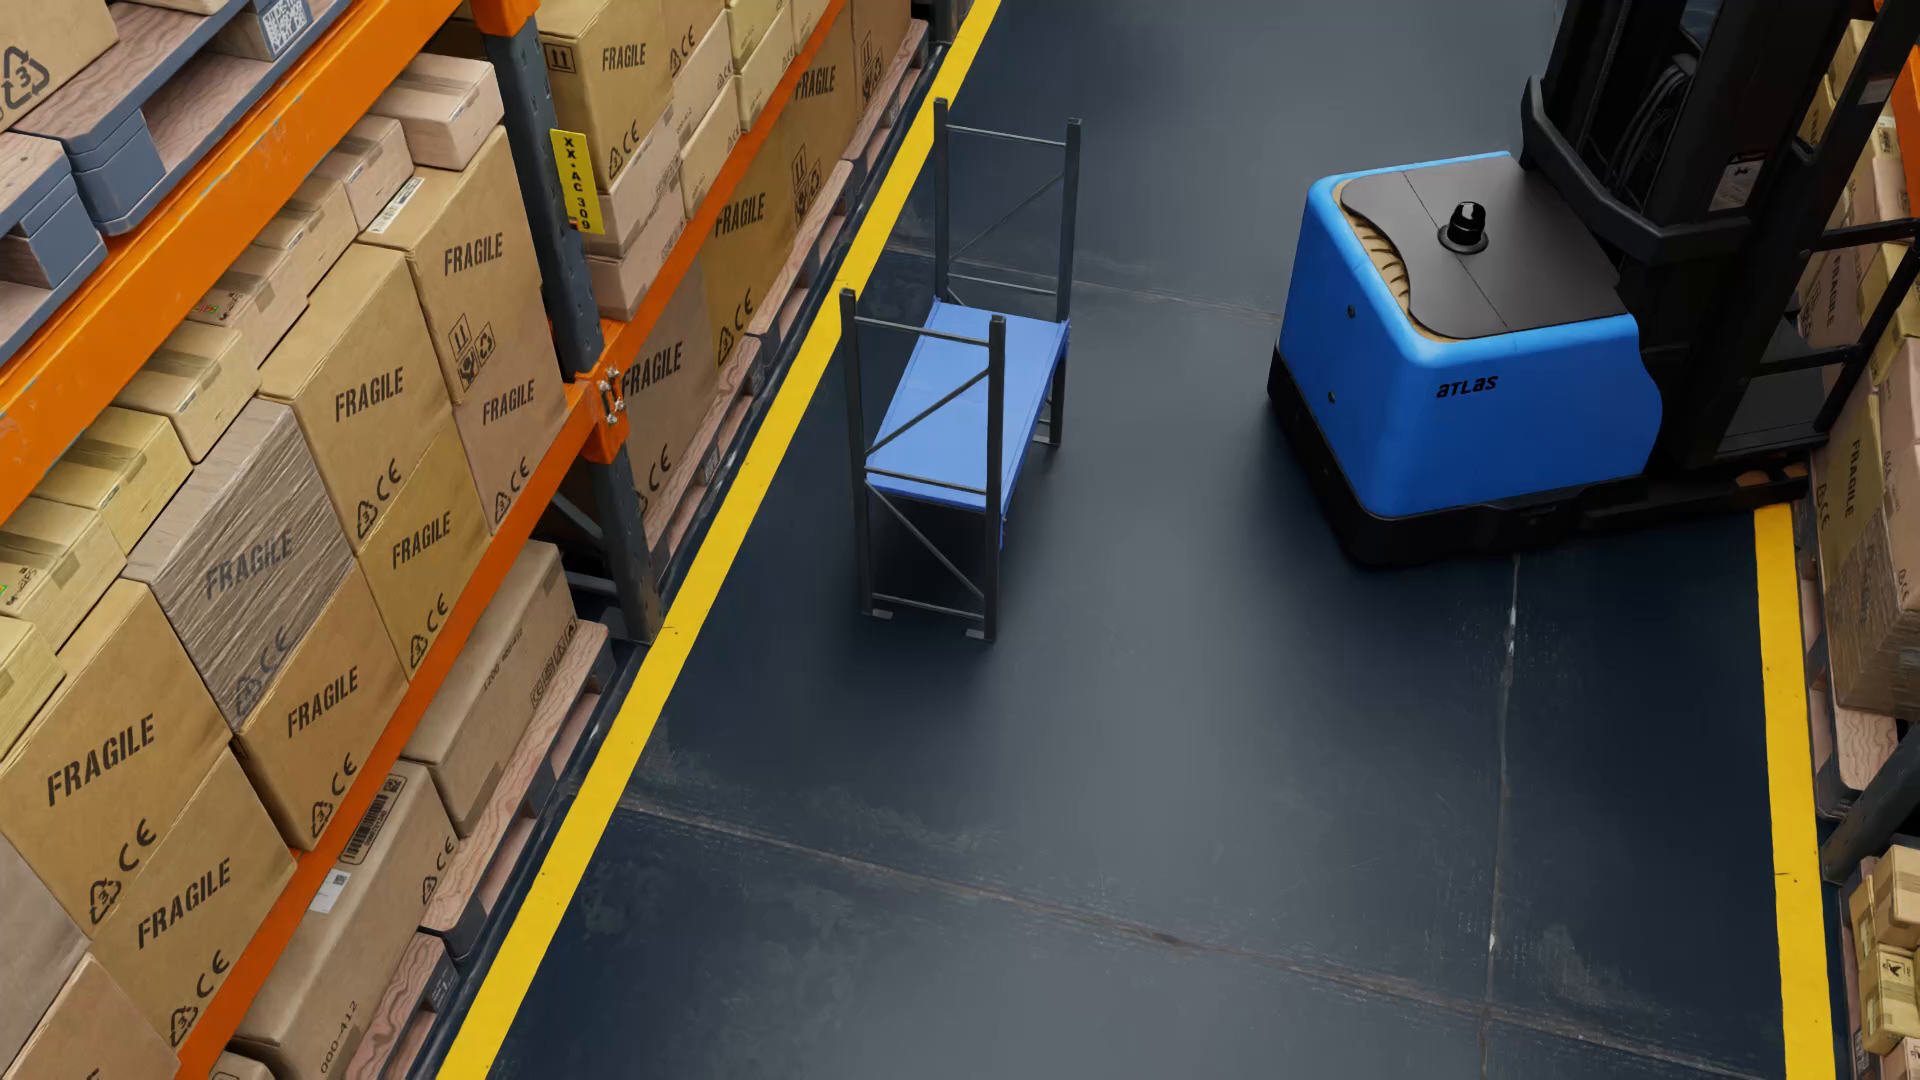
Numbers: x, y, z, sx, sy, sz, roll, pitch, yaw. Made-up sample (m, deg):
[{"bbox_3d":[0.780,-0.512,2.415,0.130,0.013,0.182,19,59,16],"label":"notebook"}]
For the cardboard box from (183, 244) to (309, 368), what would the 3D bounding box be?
[{"bbox_3d":[-1.635,-0.512,3.535,0.380,0.149,0.250,11,50,10],"label":"cardboard box"}]

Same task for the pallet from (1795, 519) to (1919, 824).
[{"bbox_3d":[3.444,0.509,5.660,1.003,0.211,1.213,12,50,10],"label":"pallet"}]

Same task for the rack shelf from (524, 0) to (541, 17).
[{"bbox_3d":[-1.036,-2.955,5.337,1.077,0.370,4.000,12,50,10],"label":"rack shelf"}]

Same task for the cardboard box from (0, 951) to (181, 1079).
[{"bbox_3d":[-1.954,1.080,3.229,0.500,0.500,0.500,11,50,10],"label":"cardboard box"}]

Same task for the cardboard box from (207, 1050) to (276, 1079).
[{"bbox_3d":[-2.305,1.688,4.189,0.875,0.438,0.875,13,50,11],"label":"cardboard box"}]

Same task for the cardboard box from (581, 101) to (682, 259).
[{"bbox_3d":[-1.174,-1.132,5.015,0.500,0.250,0.500,10,49,9],"label":"cardboard box"}]

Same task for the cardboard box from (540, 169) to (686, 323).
[{"bbox_3d":[-1.192,-0.970,5.206,0.500,0.250,0.500,11,49,9],"label":"cardboard box"}]

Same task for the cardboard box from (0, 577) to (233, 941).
[{"bbox_3d":[-1.826,0.374,3.185,0.500,0.500,0.500,12,50,10],"label":"cardboard box"}]

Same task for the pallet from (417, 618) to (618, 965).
[{"bbox_3d":[-1.838,0.703,5.488,1.003,0.211,1.213,12,50,10],"label":"pallet"}]

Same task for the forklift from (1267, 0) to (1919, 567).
[{"bbox_3d":[2.806,-1.456,5.580,3.031,2.935,1.130,-10,49,-9],"label":"forklift"}]

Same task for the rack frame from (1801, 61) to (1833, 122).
[{"bbox_3d":[4.293,-2.743,6.671,1.000,3.000,0.127,12,50,10],"label":"rack frame"}]

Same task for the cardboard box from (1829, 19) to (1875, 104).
[{"bbox_3d":[3.878,-1.852,6.771,0.500,0.250,0.500,10,49,8],"label":"cardboard box"}]

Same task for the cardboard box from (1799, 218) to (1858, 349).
[{"bbox_3d":[3.601,-0.857,6.393,0.500,0.500,0.500,10,49,9],"label":"cardboard box"}]

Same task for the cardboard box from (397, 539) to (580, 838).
[{"bbox_3d":[-1.831,0.388,5.336,0.875,0.438,0.875,11,49,9],"label":"cardboard box"}]

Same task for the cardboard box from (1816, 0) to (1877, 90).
[{"bbox_3d":[4.540,-2.561,7.730,1.050,0.750,0.750,11,49,10],"label":"cardboard box"}]

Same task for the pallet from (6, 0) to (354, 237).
[{"bbox_3d":[-1.788,-1.127,3.303,1.003,0.211,1.213,12,50,10],"label":"pallet"}]

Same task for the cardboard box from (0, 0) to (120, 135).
[{"bbox_3d":[-1.886,-0.971,2.690,0.797,0.503,0.637,15,50,13],"label":"cardboard box"}]

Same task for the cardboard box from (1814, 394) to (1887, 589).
[{"bbox_3d":[3.327,-0.118,5.741,0.500,0.500,0.500,11,49,9],"label":"cardboard box"}]

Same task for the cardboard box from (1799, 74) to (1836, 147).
[{"bbox_3d":[3.861,-1.594,7.043,0.500,0.500,0.500,10,49,8],"label":"cardboard box"}]

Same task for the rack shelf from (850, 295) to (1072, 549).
[{"bbox_3d":[0.022,-0.439,5.877,0.538,0.185,1.000,12,50,10],"label":"rack shelf"}]

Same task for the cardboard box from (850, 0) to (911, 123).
[{"bbox_3d":[-0.771,-2.600,7.681,0.875,0.875,0.875,11,50,10],"label":"cardboard box"}]

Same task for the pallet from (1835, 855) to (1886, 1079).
[{"bbox_3d":[3.097,1.565,4.728,1.003,0.211,1.213,12,50,10],"label":"pallet"}]

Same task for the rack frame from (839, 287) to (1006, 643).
[{"bbox_3d":[-0.111,-0.190,5.418,0.500,1.500,0.032,12,50,10],"label":"rack frame"}]

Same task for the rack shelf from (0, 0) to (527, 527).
[{"bbox_3d":[-2.088,-0.062,2.783,1.077,0.370,4.000,12,50,10],"label":"rack shelf"}]

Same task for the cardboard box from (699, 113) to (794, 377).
[{"bbox_3d":[-1.246,-1.309,6.542,0.875,0.875,0.875,13,50,11],"label":"cardboard box"}]

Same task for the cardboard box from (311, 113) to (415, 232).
[{"bbox_3d":[-1.510,-0.878,3.858,0.380,0.149,0.250,13,50,11],"label":"cardboard box"}]

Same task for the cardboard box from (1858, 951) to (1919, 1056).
[{"bbox_3d":[2.764,1.347,4.682,0.380,0.149,0.250,13,50,11],"label":"cardboard box"}]

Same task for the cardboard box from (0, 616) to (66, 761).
[{"bbox_3d":[-1.806,0.245,2.867,0.380,0.149,0.250,10,49,9],"label":"cardboard box"}]

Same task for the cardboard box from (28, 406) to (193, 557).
[{"bbox_3d":[-1.734,-0.135,3.202,0.380,0.149,0.250,11,49,9],"label":"cardboard box"}]

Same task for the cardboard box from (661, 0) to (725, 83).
[{"bbox_3d":[-1.062,-1.753,5.063,0.500,0.500,0.500,11,50,10],"label":"cardboard box"}]

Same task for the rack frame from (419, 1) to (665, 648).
[{"bbox_3d":[-1.562,-0.754,4.915,1.000,3.000,0.127,12,50,10],"label":"rack frame"}]

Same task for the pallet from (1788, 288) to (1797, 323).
[{"bbox_3d":[4.086,-1.256,7.218,1.003,0.211,1.213,12,50,10],"label":"pallet"}]

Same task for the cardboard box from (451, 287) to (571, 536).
[{"bbox_3d":[-1.438,-0.401,4.537,0.500,0.500,0.500,12,50,10],"label":"cardboard box"}]

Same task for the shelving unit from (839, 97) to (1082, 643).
[{"bbox_3d":[0.022,-0.558,5.742,0.538,1.500,1.048,12,50,10],"label":"shelving unit"}]

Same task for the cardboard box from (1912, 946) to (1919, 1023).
[{"bbox_3d":[2.856,1.256,4.564,0.380,0.149,0.250,12,50,10],"label":"cardboard box"}]

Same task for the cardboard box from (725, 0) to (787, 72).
[{"bbox_3d":[-0.906,-1.875,5.671,0.500,0.250,0.500,12,50,11],"label":"cardboard box"}]

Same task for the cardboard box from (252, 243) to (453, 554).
[{"bbox_3d":[-1.561,-0.357,3.830,0.500,0.500,0.500,11,49,9],"label":"cardboard box"}]

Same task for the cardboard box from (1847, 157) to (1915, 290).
[{"bbox_3d":[3.602,-1.130,6.134,0.500,0.250,0.500,12,50,10],"label":"cardboard box"}]

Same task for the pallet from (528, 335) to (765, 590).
[{"bbox_3d":[-1.432,-0.404,6.466,1.003,0.211,1.213,12,50,10],"label":"pallet"}]

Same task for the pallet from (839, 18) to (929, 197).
[{"bbox_3d":[-0.789,-2.169,8.024,1.003,0.211,1.213,12,50,10],"label":"pallet"}]

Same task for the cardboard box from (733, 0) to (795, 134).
[{"bbox_3d":[-0.907,-1.713,5.861,0.500,0.250,0.500,11,50,10],"label":"cardboard box"}]

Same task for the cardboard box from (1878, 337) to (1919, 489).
[{"bbox_3d":[3.340,-0.368,5.461,0.500,0.250,0.500,14,50,12],"label":"cardboard box"}]

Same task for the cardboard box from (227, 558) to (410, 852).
[{"bbox_3d":[-1.686,0.339,3.884,0.500,0.500,0.500,11,49,9],"label":"cardboard box"}]
